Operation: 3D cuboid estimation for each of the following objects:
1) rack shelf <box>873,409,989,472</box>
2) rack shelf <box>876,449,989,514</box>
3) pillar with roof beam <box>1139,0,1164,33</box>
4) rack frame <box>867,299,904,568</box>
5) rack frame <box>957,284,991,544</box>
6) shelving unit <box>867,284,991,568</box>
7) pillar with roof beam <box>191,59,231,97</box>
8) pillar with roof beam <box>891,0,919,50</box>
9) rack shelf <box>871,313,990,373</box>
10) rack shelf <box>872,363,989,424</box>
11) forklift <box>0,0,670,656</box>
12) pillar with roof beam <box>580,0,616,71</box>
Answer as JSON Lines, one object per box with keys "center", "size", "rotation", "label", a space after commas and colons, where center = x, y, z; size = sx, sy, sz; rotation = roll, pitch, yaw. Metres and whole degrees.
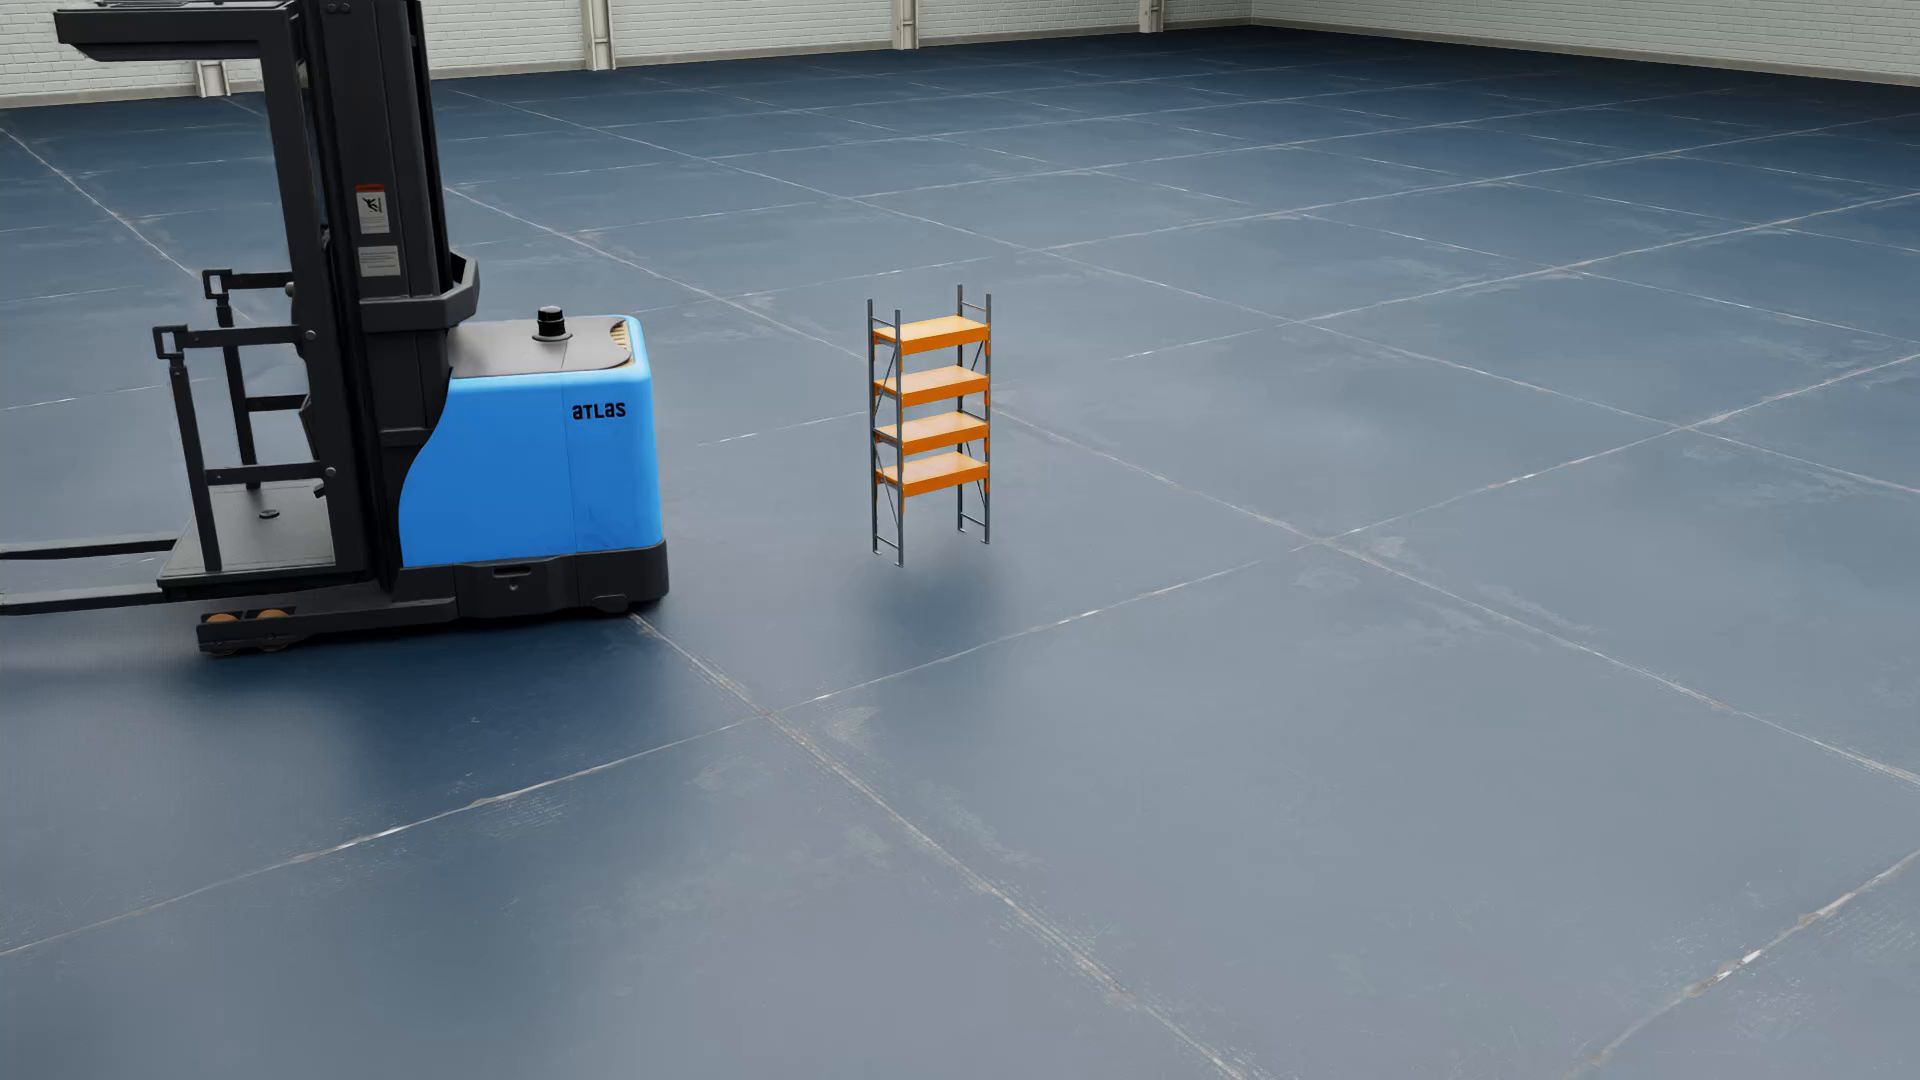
{"center": [-0.134, -0.459, 7.609], "size": [0.480, 0.148, 0.258], "rotation": [-15, 26, -33], "label": "rack shelf"}
{"center": [-0.134, -0.275, 7.683], "size": [0.480, 0.148, 0.258], "rotation": [-15, 26, -33], "label": "rack shelf"}
{"center": [6.381, -13.185, 28.797], "size": [0.400, 9.000, 9.100], "rotation": [-15, 26, -33], "label": "pillar with roof beam"}
{"center": [-0.332, -0.469, 7.452], "size": [0.015, 1.200, 0.240], "rotation": [-15, 26, -33], "label": "rack frame"}
{"center": [0.064, -0.574, 7.717], "size": [0.015, 1.200, 0.240], "rotation": [-15, 26, -33], "label": "rack frame"}
{"center": [-0.134, -0.521, 7.584], "size": [0.503, 1.200, 0.258], "rotation": [-15, 26, -33], "label": "shelving unit"}
{"center": [-8.231, -9.289, 19.033], "size": [0.400, 9.000, 9.100], "rotation": [-15, 26, -33], "label": "pillar with roof beam"}
{"center": [1.510, -11.886, 25.542], "size": [0.400, 9.000, 9.100], "rotation": [-15, 26, -33], "label": "pillar with roof beam"}
{"center": [-0.134, -0.886, 7.439], "size": [0.480, 0.148, 0.258], "rotation": [-15, 26, -33], "label": "rack shelf"}
{"center": [-0.134, -0.667, 7.526], "size": [0.480, 0.148, 0.258], "rotation": [-15, 26, -33], "label": "rack shelf"}
{"center": [-2.824, -1.107, 6.717], "size": [3.031, 2.935, 1.130], "rotation": [-5, 22, -12], "label": "forklift"}
{"center": [-3.360, -10.588, 22.288], "size": [0.400, 9.000, 9.100], "rotation": [-15, 26, -33], "label": "pillar with roof beam"}
